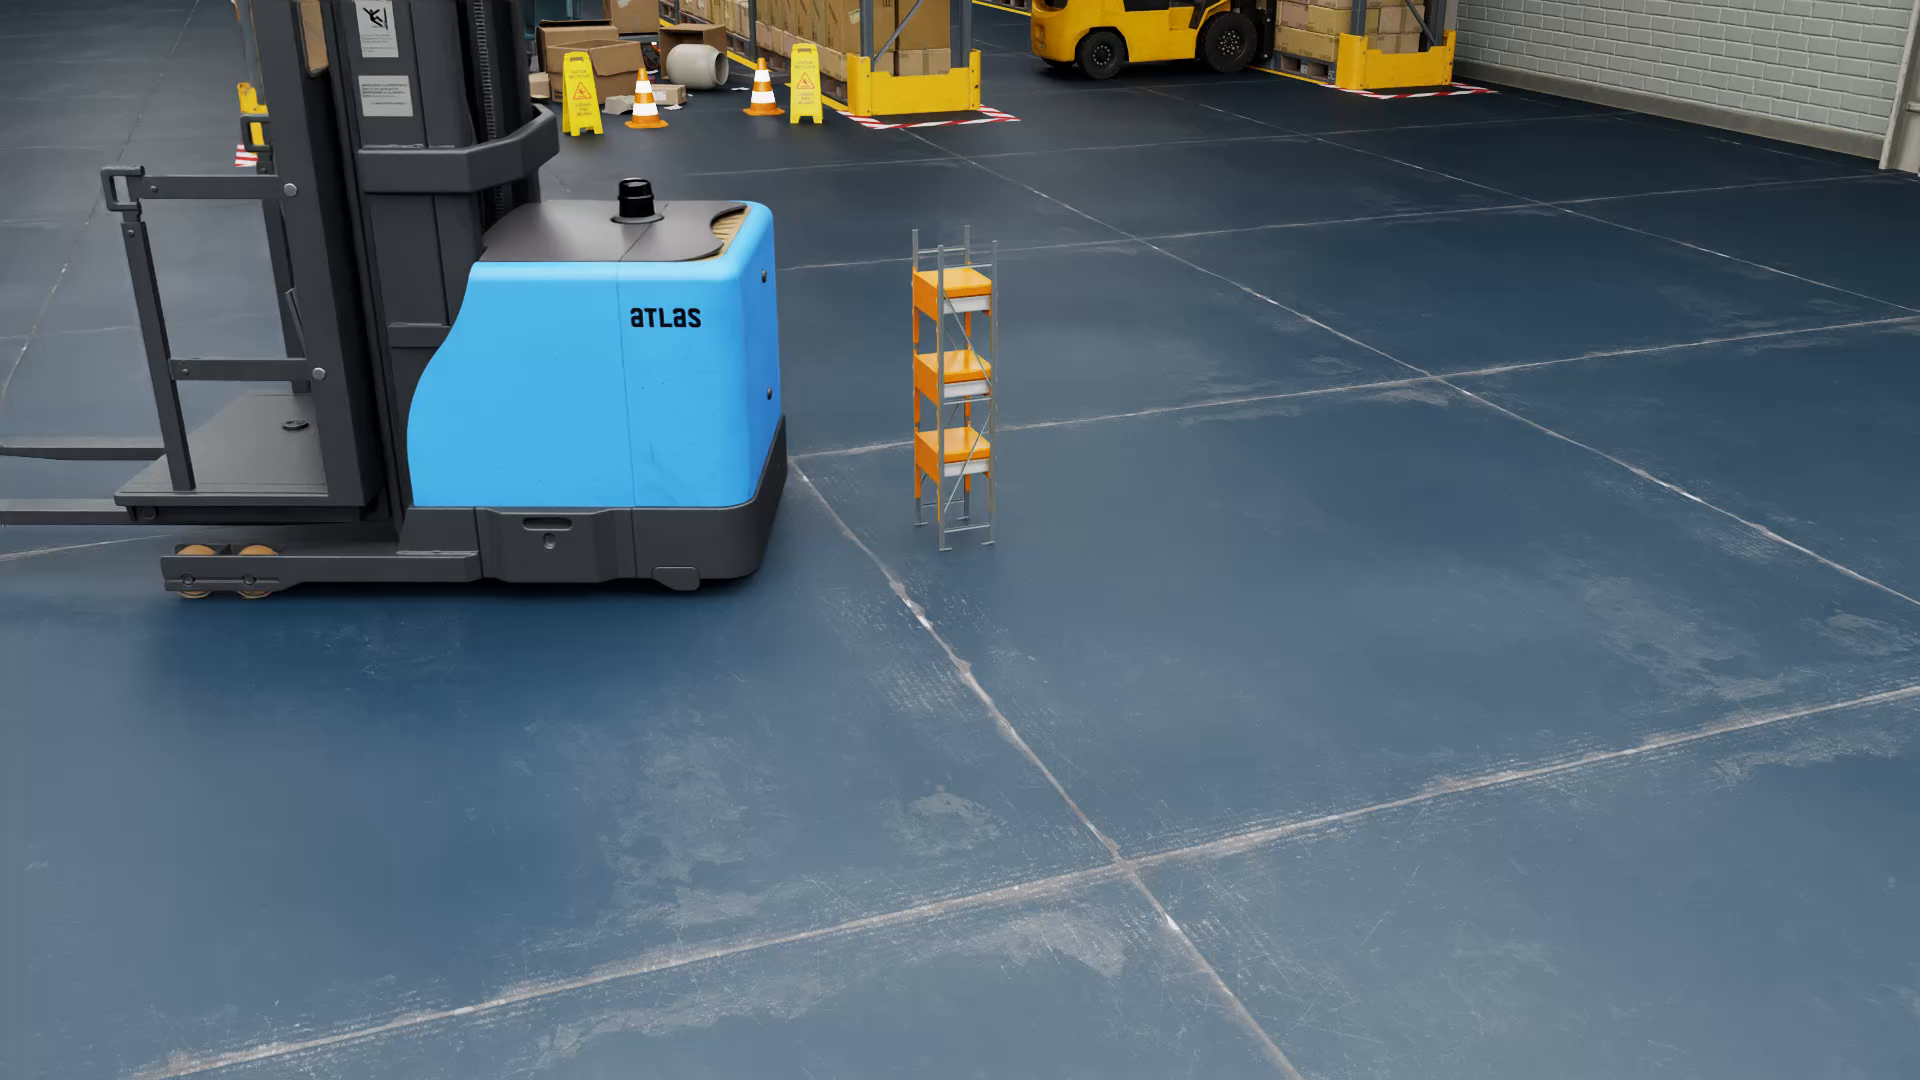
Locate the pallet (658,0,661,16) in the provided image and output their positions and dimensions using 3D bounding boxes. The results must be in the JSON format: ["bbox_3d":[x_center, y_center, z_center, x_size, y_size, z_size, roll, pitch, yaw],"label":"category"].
[{"bbox_3d":[-3.841,-7.557,23.407,1.003,0.211,1.213,-8,24,-19],"label":"pallet"}]

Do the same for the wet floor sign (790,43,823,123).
[{"bbox_3d":[-1.313,-3.895,14.160,0.267,0.644,0.232,0,23,-1],"label":"wet floor sign"}]

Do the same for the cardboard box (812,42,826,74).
[{"bbox_3d":[-1.092,-4.568,15.725,0.500,0.250,0.500,-8,24,-19],"label":"cardboard box"}]

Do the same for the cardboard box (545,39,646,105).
[{"bbox_3d":[-3.368,-4.336,15.389,0.637,0.503,0.797,12,26,27],"label":"cardboard box"}]

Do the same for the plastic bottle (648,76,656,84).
[{"bbox_3d":[-3.091,-4.568,16.510,0.133,0.061,0.283,-4,23,-10],"label":"plastic bottle"}]

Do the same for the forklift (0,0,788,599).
[{"bbox_3d":[-2.155,-1.369,5.224,3.031,2.935,1.130,0,23,0],"label":"forklift"}]

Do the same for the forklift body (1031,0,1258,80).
[{"bbox_3d":[1.886,-5.925,17.039,2.313,2.155,1.214,-8,24,-19],"label":"forklift body"}]

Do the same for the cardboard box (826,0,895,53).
[{"bbox_3d":[-0.906,-4.723,15.127,0.500,0.500,0.500,-8,24,-19],"label":"cardboard box"}]

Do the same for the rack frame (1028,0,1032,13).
[{"bbox_3d":[1.437,-8.785,22.730,1.000,3.000,0.127,-8,24,-19],"label":"rack frame"}]

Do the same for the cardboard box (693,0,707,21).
[{"bbox_3d":[-2.747,-6.611,20.416,0.950,0.372,0.625,-9,24,-20],"label":"cardboard box"}]

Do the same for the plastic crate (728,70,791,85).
[{"bbox_3d":[-2.005,-4.620,16.609,0.402,0.080,0.583,-18,29,-37],"label":"plastic crate"}]

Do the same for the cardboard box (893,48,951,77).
[{"bbox_3d":[-0.405,-4.453,15.452,0.500,0.250,0.500,-9,24,-19],"label":"cardboard box"}]

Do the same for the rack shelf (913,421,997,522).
[{"bbox_3d":[-0.019,-0.237,5.704,0.215,0.259,0.240,-8,24,-19],"label":"rack shelf"}]

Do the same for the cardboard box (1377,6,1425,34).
[{"bbox_3d":[4.291,-5.234,16.662,0.500,0.250,0.500,-8,24,-18],"label":"cardboard box"}]

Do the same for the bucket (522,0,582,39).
[{"bbox_3d":[-4.183,-5.392,16.938,0.726,0.611,0.620,0,13,-1],"label":"bucket"}]

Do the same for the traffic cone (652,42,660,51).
[{"bbox_3d":[-3.540,-5.738,18.769,0.336,0.463,0.334,-8,24,-19],"label":"traffic cone"}]

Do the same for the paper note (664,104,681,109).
[{"bbox_3d":[-2.575,-3.898,14.958,0.148,0.019,0.142,-18,29,-37],"label":"paper note"}]

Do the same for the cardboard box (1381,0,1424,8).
[{"bbox_3d":[4.270,-5.466,16.568,0.500,0.250,0.500,-9,24,-20],"label":"cardboard box"}]

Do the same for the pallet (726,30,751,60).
[{"bbox_3d":[-2.069,-5.646,18.875,1.003,0.211,1.213,-8,24,-19],"label":"pallet"}]

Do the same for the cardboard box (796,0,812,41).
[{"bbox_3d":[-1.265,-5.096,16.013,0.500,0.500,0.500,-9,24,-20],"label":"cardboard box"}]

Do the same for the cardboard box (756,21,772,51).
[{"bbox_3d":[-1.836,-5.324,17.519,0.500,0.250,0.500,-10,25,-21],"label":"cardboard box"}]

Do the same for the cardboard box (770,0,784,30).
[{"bbox_3d":[-1.636,-5.476,16.915,0.500,0.500,0.500,-7,24,-17],"label":"cardboard box"}]

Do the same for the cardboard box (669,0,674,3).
[{"bbox_3d":[-3.372,-7.579,22.065,0.875,0.875,0.875,-9,24,-19],"label":"cardboard box"}]

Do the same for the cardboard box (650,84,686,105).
[{"bbox_3d":[-2.732,-4.080,15.240,0.380,0.149,0.250,4,23,9],"label":"cardboard box"}]

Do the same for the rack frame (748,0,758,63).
[{"bbox_3d":[-1.792,-6.649,17.663,1.000,3.000,0.127,-8,24,-19],"label":"rack frame"}]

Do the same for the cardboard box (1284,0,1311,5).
[{"bbox_3d":[3.623,-5.574,16.825,0.500,0.250,0.500,-8,24,-18],"label":"cardboard box"}]

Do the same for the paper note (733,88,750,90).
[{"bbox_3d":[-2.116,-4.366,16.069,0.142,0.019,0.148,-18,29,-37],"label":"paper note"}]

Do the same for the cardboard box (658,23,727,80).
[{"bbox_3d":[-2.687,-4.922,16.781,0.500,0.500,0.500,8,24,18],"label":"cardboard box"}]

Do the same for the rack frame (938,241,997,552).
[{"bbox_3d":[0.024,-0.459,5.487,0.200,1.050,0.008,-8,24,-19],"label":"rack frame"}]

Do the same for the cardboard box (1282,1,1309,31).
[{"bbox_3d":[3.632,-5.352,16.943,0.500,0.250,0.500,-9,24,-20],"label":"cardboard box"}]

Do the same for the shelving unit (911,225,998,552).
[{"bbox_3d":[-0.019,-0.503,5.592,0.215,1.050,0.252,-8,24,-19],"label":"shelving unit"}]

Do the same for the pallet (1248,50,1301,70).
[{"bbox_3d":[3.527,-5.308,18.071,1.003,0.211,1.213,-8,24,-19],"label":"pallet"}]

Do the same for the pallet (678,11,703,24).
[{"bbox_3d":[-2.931,-6.533,20.978,1.003,0.211,1.213,-8,24,-19],"label":"pallet"}]

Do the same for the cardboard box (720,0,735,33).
[{"bbox_3d":[-2.237,-6.082,19.162,0.950,0.372,0.625,-7,24,-16],"label":"cardboard box"}]

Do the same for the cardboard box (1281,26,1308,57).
[{"bbox_3d":[3.635,-5.114,17.020,0.500,0.250,0.500,-8,24,-19],"label":"cardboard box"}]

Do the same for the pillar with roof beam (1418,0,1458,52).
[{"bbox_3d":[0.833,-8.428,14.161,9.100,9.000,0.400,-8,24,-19],"label":"pillar with roof beam"}]

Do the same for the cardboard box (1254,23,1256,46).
[{"bbox_3d":[3.262,-5.482,17.895,0.500,0.250,0.500,-8,24,-17],"label":"cardboard box"}]

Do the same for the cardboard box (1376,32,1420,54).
[{"bbox_3d":[4.273,-5.010,16.773,0.500,0.250,0.500,-8,24,-19],"label":"cardboard box"}]

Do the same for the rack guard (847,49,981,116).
[{"bbox_3d":[-0.406,-4.071,14.765,1.175,0.500,0.348,-8,24,-19],"label":"rack guard"}]

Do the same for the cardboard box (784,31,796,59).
[{"bbox_3d":[-1.447,-4.939,16.606,0.500,0.250,0.500,-9,24,-20],"label":"cardboard box"}]

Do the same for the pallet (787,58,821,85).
[{"bbox_3d":[-1.087,-4.681,16.583,1.003,0.211,1.213,-8,24,-19],"label":"pallet"}]

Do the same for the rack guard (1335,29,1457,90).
[{"bbox_3d":[4.272,-4.717,16.298,1.175,0.500,0.348,-8,24,-19],"label":"rack guard"}]

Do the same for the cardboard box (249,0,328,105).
[{"bbox_3d":[-5.276,-3.931,13.410,0.875,0.875,0.875,-8,24,-19],"label":"cardboard box"}]

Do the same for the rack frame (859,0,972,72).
[{"bbox_3d":[-0.379,-5.195,14.214,1.000,3.000,0.127,-8,24,-19],"label":"rack frame"}]

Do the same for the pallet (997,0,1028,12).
[{"bbox_3d":[1.209,-7.776,23.928,1.003,0.211,1.213,-8,24,-19],"label":"pallet"}]
